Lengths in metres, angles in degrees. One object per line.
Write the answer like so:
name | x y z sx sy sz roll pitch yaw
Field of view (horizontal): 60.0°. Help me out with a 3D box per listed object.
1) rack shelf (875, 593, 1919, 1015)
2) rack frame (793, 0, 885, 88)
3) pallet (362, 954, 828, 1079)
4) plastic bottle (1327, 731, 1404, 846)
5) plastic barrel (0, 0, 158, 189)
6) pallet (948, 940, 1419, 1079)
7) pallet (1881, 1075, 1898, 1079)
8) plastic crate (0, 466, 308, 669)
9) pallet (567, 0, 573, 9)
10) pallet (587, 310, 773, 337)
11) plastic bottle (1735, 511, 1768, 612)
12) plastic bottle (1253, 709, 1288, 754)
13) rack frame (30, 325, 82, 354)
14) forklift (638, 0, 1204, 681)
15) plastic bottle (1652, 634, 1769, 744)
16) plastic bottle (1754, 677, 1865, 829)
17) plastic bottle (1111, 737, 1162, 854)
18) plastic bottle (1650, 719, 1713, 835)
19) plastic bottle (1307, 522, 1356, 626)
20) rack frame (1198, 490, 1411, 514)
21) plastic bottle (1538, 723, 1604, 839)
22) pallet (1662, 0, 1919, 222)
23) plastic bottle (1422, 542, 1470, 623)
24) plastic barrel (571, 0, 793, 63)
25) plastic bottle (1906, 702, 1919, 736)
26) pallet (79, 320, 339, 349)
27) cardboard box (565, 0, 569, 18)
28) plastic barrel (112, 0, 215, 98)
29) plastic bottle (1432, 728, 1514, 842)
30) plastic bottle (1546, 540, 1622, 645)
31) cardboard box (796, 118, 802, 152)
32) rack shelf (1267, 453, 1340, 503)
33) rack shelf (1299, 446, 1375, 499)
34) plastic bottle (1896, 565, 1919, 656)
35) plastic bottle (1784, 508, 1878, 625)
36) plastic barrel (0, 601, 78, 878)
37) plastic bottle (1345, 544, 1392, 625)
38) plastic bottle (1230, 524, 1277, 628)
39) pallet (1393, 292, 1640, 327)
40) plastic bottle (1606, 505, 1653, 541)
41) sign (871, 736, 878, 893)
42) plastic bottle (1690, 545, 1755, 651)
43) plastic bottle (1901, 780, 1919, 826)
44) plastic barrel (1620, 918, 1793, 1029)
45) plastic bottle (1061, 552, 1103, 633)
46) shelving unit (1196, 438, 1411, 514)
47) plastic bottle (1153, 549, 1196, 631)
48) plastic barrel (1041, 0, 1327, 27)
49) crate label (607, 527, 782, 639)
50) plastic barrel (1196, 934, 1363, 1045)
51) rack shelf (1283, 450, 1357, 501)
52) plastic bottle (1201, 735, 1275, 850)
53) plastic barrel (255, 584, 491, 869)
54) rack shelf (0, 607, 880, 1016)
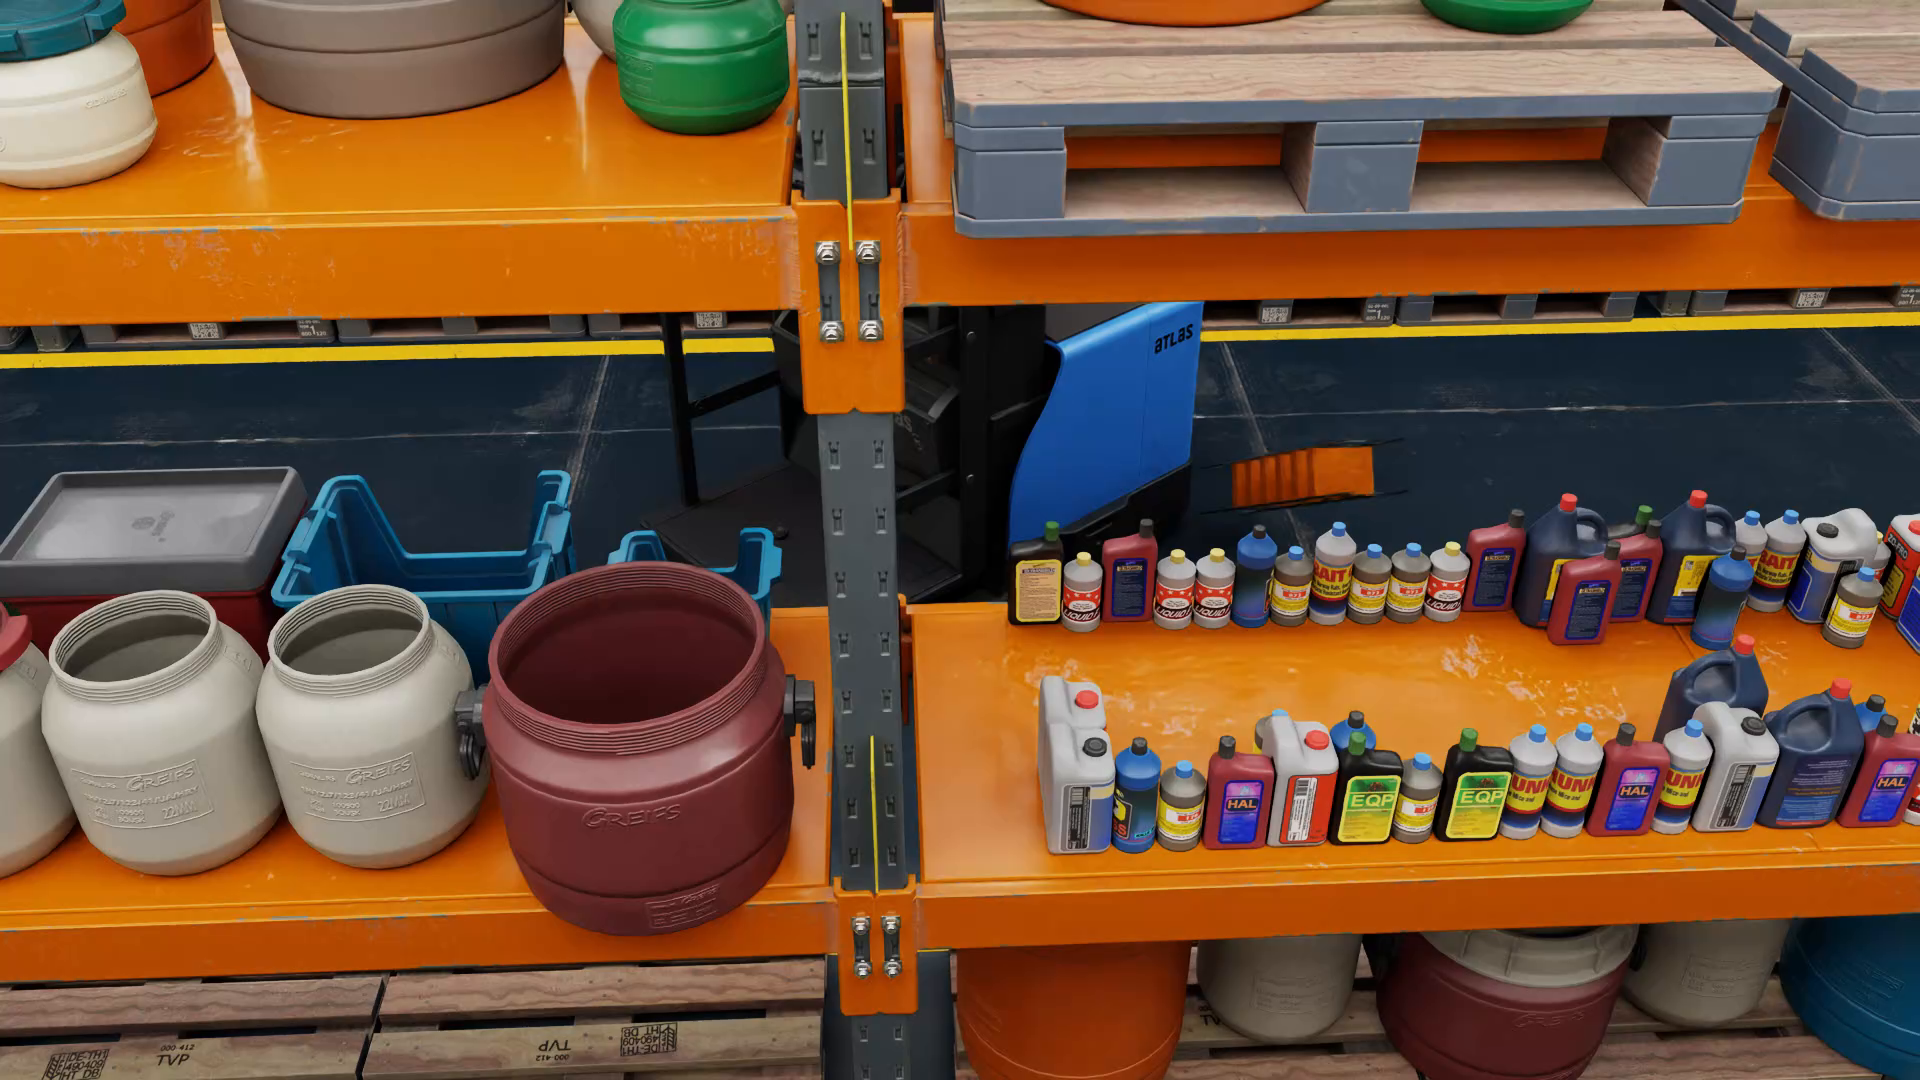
rack shelf | 1.800 0.528 3.984 4.000 0.370 1.077 -2 35 -2
rack frame | -0.198 -2.181 1.994 0.127 3.000 1.000 -2 35 -2
pallet | -0.973 1.431 4.496 1.213 0.211 1.003 -2 35 -2
plastic bottle | 0.848 0.516 3.471 0.133 0.283 0.061 -2 35 -2
plastic barrel | -1.457 -0.724 2.646 0.301 0.262 0.301 0 35 0
pallet | 0.588 1.388 4.559 1.213 0.211 1.003 -2 35 -2
pallet | 3.025 1.322 4.654 1.213 0.211 1.003 -2 35 -2
plastic crate | -1.826 0.129 3.871 0.583 0.464 0.402 -2 35 -2
pallet | -2.663 -4.148 12.558 1.213 0.211 1.003 -2 35 -2
pallet | -1.252 -1.383 8.563 1.213 0.211 1.003 -2 35 -2
plastic bottle | 1.947 0.048 4.157 0.097 0.271 0.097 0 35 0
plastic bottle | 0.688 0.457 3.629 0.097 0.201 0.097 0 35 0
rack frame | -4.424 -2.422 7.614 0.127 3.000 1.000 -2 35 -2
forklift | -0.499 -0.938 5.530 3.031 2.935 1.130 -27 43 -33
plastic bottle | 1.653 0.356 3.643 0.185 0.351 0.144 -2 35 -2
plastic bottle | 1.795 0.439 3.523 0.185 0.351 0.144 -2 35 -2
plastic bottle | 0.367 0.523 3.471 0.097 0.271 0.097 0 35 0
plastic bottle | 1.521 0.492 3.516 0.097 0.271 0.097 0 35 0
plastic bottle | 0.922 0.076 4.117 0.097 0.271 0.097 0 35 0
rack frame | 1.271 -0.139 6.294 0.240 0.006 1.200 -2 -2 -17
plastic bottle | 1.290 0.498 3.507 0.097 0.271 0.097 0 35 0
pallet | 1.887 -0.869 2.900 1.213 0.211 1.003 -2 35 -2
plastic bottle | 1.214 0.097 4.149 0.097 0.201 0.097 0 35 0
plastic barrel | -0.522 -1.159 3.055 0.421 0.512 0.421 0 35 0
plastic bottle | 2.160 0.388 3.666 0.097 0.271 0.097 0 35 0
pallet | -3.690 -1.318 8.468 1.213 0.211 1.003 -2 35 -2
cardboard box | -2.104 -2.517 7.663 0.500 0.500 0.500 -3 35 -5
plastic barrel | -1.681 -1.208 2.846 0.708 0.830 0.600 -2 35 -2
plastic bottle | 1.079 0.510 3.480 0.133 0.283 0.061 -2 35 -2
plastic bottle | 1.519 0.127 4.034 0.133 0.283 0.061 -2 35 -2
cardboard box | -0.965 -1.955 8.494 0.500 0.311 0.500 0 35 -1
rack shelf | 1.289 -0.234 6.225 0.258 0.180 0.103 -2 -2 -17
rack shelf | 1.360 -0.245 5.996 0.258 0.180 0.103 -2 -2 -17
plastic bottle | 2.400 0.136 4.026 0.135 0.276 0.152 -2 35 -2
plastic bottle | 2.161 0.056 4.142 0.135 0.276 0.152 -2 35 -2
plastic barrel | -2.062 0.405 3.409 0.433 0.535 0.433 0 35 0
plastic bottle | 1.019 0.102 4.141 0.097 0.201 0.097 0 35 0
plastic bottle | 0.727 0.081 4.110 0.097 0.271 0.097 0 35 0
pallet | 2.757 -1.448 8.656 1.213 0.211 1.003 -2 35 -2
plastic bottle | 1.646 0.041 4.157 0.133 0.283 0.061 -2 35 -2
sign | -0.164 0.531 3.203 0.005 0.325 0.100 -2 35 -2
plastic bottle | 1.856 0.133 4.035 0.097 0.271 0.097 0 35 0
plastic bottle | 2.070 0.506 3.557 0.097 0.201 0.097 0 35 0
plastic barrel | 1.978 1.017 4.462 0.421 0.512 0.421 0 35 0
plastic bottle | 0.302 0.121 4.113 0.097 0.201 0.097 0 35 0
shelving unit | 1.267 -0.231 6.297 0.258 0.189 1.200 -2 -2 -17
plastic bottle | 0.533 0.115 4.122 0.097 0.201 0.097 0 35 0
plastic barrel | 0.370 -1.310 2.625 0.708 0.830 0.600 -2 35 -2
crate label | -0.636 0.153 4.040 0.416 0.233 0.303 -2 35 -2
plastic barrel | 0.850 1.047 4.418 0.421 0.512 0.421 0 35 0
rack shelf | 1.325 -0.239 6.111 0.258 0.180 0.103 -2 -2 -17
plastic bottle | 0.580 0.523 3.461 0.133 0.283 0.061 -2 35 -2
plastic barrel | -1.215 0.389 3.454 0.421 0.512 0.421 0 35 0
rack shelf | -2.195 0.636 3.828 4.000 0.370 1.077 -2 35 -2
